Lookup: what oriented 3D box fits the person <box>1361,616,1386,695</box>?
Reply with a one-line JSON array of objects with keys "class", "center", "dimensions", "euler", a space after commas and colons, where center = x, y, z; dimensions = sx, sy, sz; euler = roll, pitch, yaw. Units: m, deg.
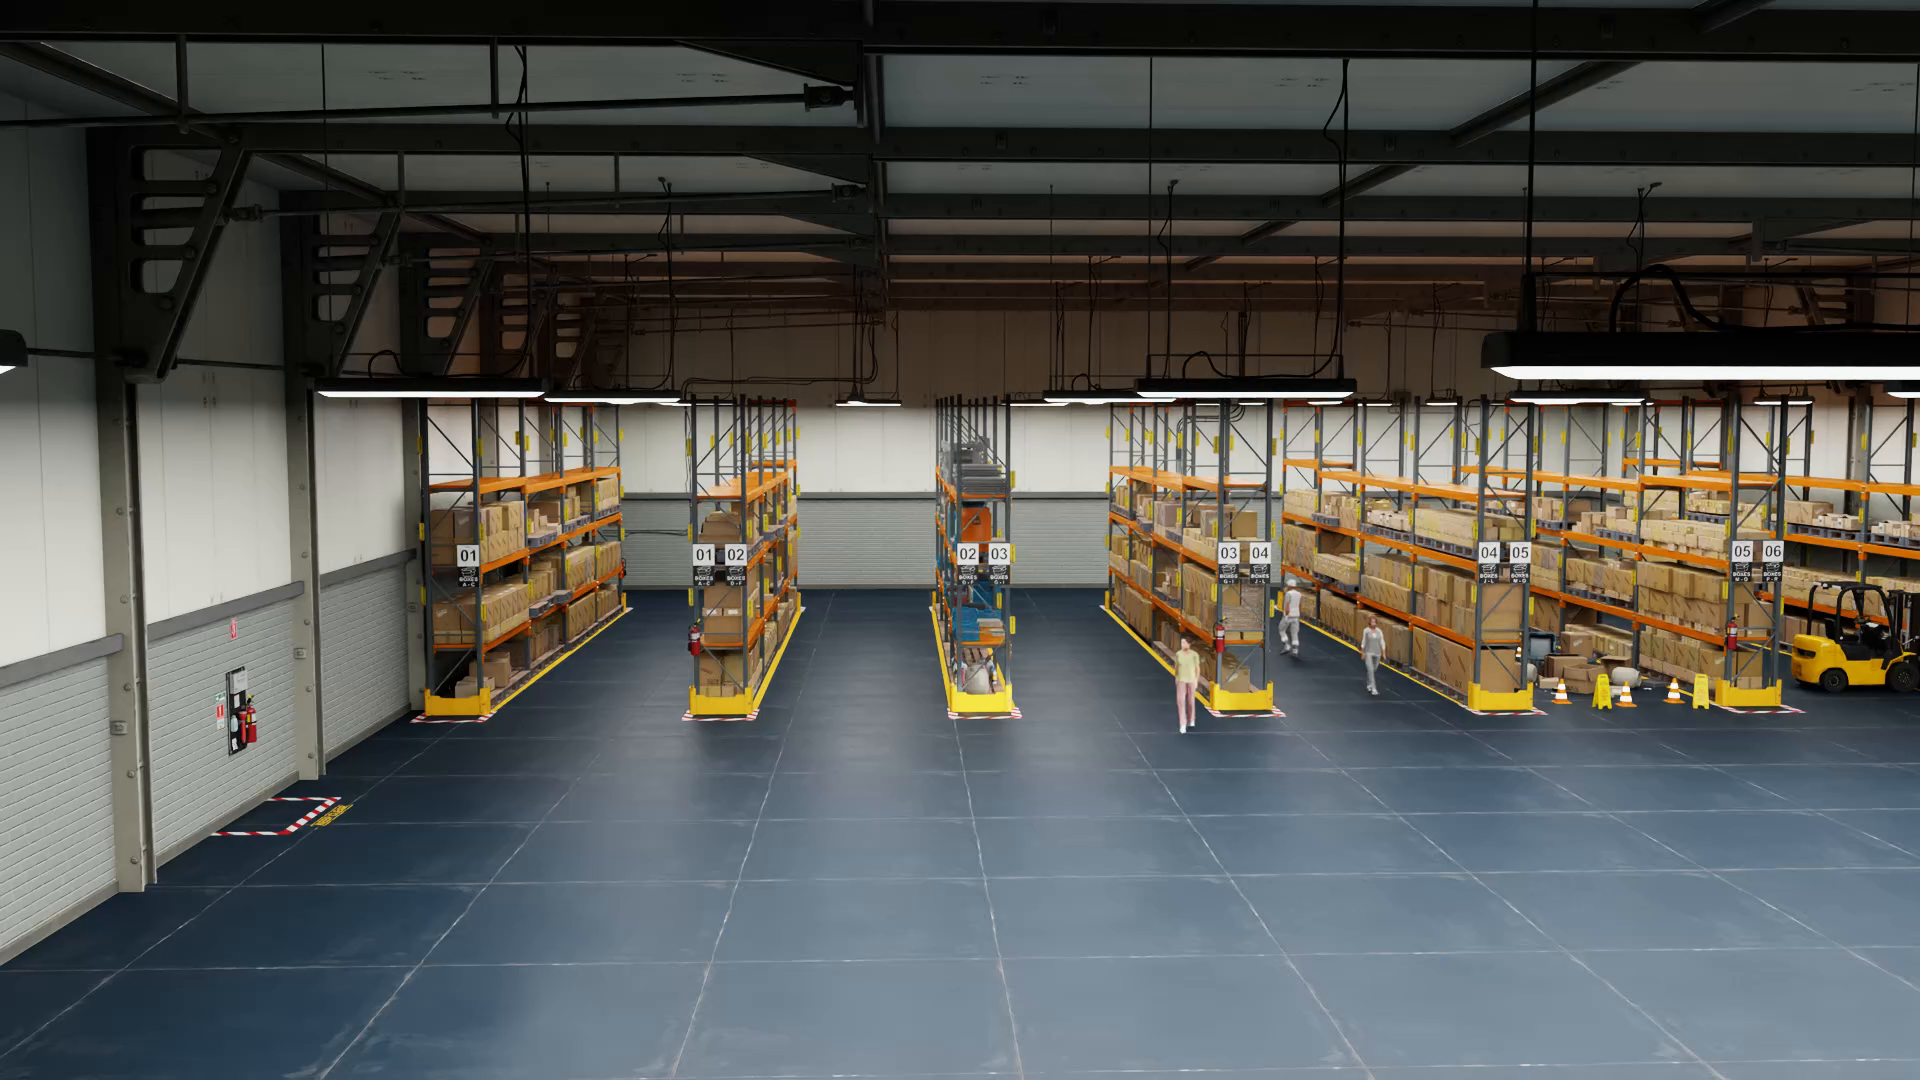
[{"class": "person", "center": [8.315, 2.314, 33.346], "dimensions": [0.431, 1.533, 0.943], "euler": [0, 5, -4]}]

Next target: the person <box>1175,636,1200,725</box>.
[{"class": "person", "center": [4.065, 2.519, 29.772], "dimensions": [0.472, 1.555, 0.628], "euler": [1, 5, 16]}]

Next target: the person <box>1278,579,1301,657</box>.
[{"class": "person", "center": [7.674, 1.791, 38.437], "dimensions": [0.536, 1.763, 0.534], "euler": [-1, 5, -17]}]
